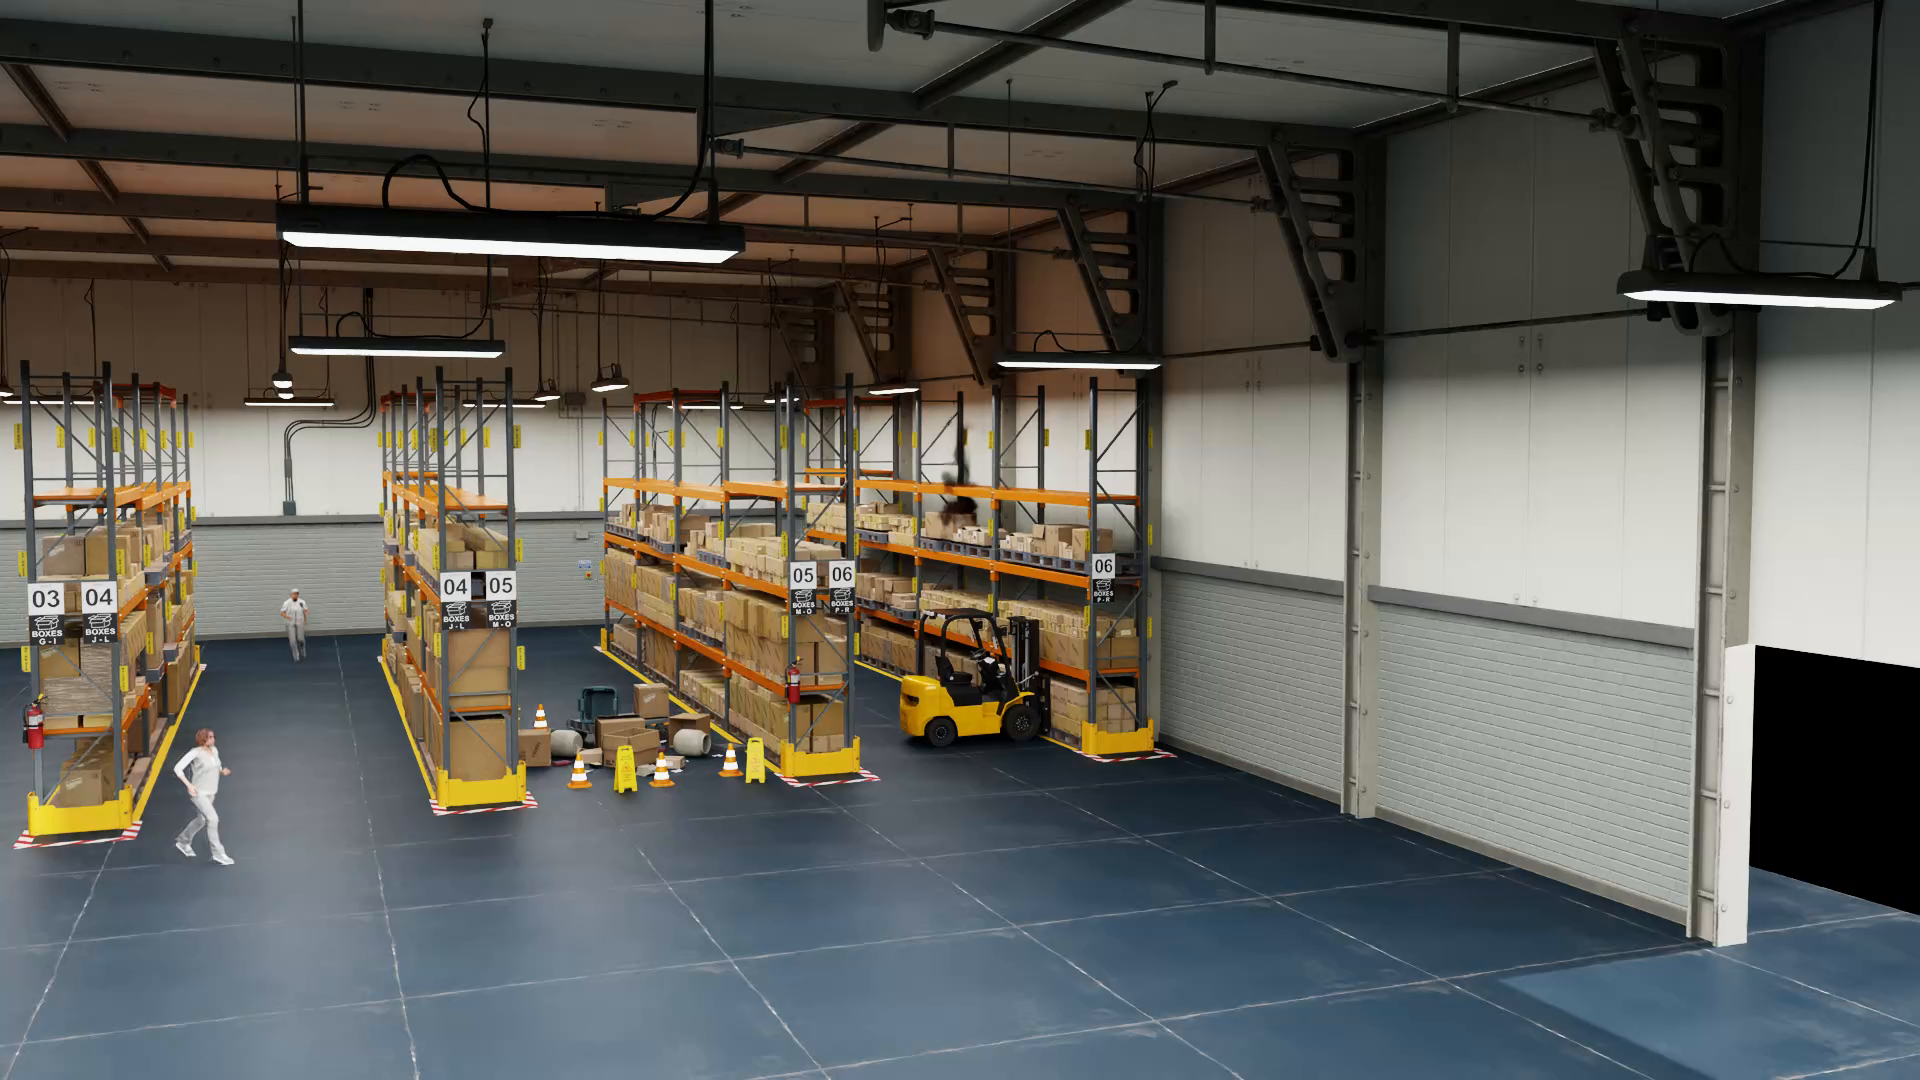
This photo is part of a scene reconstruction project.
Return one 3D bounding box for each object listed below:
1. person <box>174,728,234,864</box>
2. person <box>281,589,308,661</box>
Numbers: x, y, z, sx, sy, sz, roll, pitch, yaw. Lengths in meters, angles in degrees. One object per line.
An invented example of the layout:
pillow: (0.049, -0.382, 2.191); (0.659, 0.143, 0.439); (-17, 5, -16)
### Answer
person: (-8.959, 3.012, 19.632); (0.794, 1.607, 0.543); (1, 4, 12)
person: (-15.086, 1.924, 37.728); (0.591, 1.636, 0.562); (-2, 4, -24)
